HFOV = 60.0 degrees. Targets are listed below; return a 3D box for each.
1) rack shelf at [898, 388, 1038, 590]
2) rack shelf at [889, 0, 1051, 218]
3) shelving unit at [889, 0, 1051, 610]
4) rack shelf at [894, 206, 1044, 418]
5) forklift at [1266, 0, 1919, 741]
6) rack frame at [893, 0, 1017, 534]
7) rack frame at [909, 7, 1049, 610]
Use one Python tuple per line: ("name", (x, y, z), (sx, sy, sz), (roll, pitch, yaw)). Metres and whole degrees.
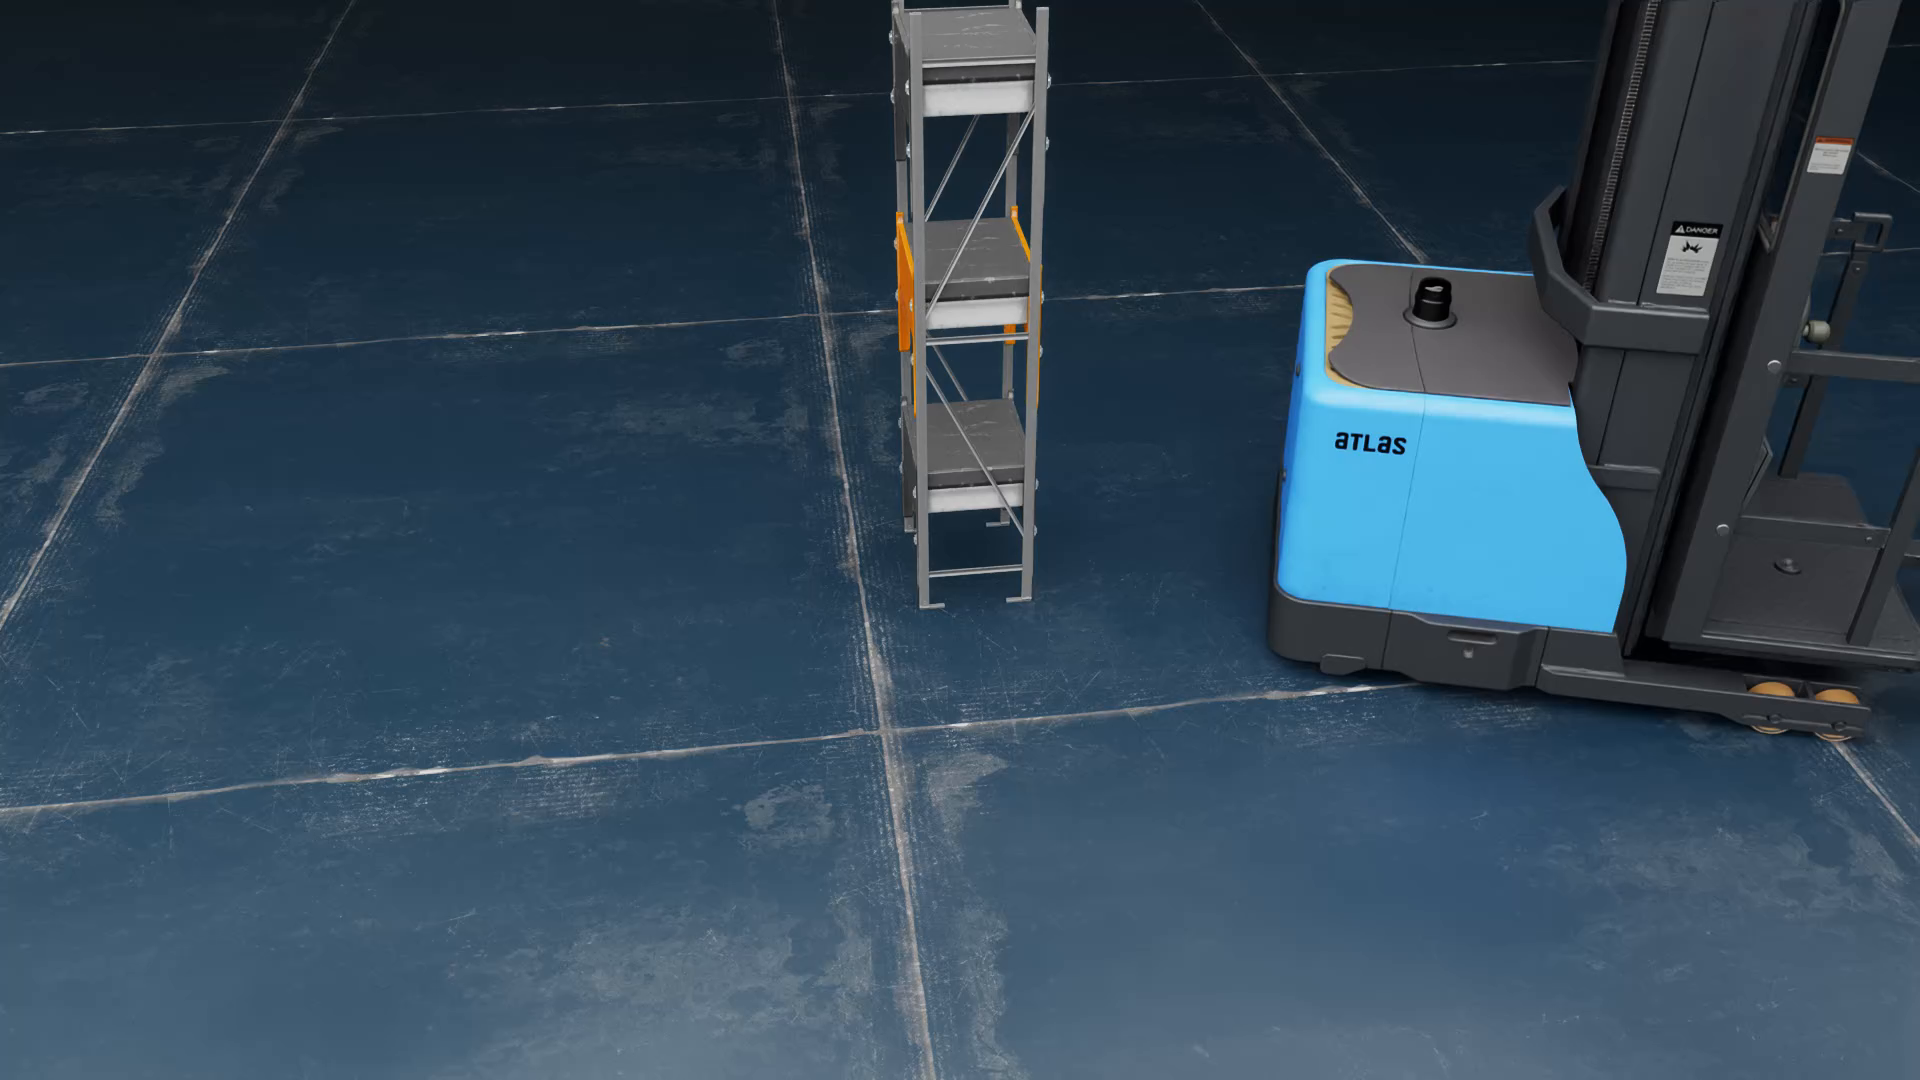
("rack shelf", (0.022, -0.186, 5.925), (0.431, 0.518, 0.480), (-4, 35, -6))
("rack shelf", (0.022, -1.342, 5.137), (0.431, 0.518, 0.480), (-4, 35, -6))
("shelving unit", (0.022, -0.775, 5.523), (0.431, 2.100, 0.503), (-4, 35, -6))
("rack shelf", (0.022, -0.764, 5.531), (0.431, 0.518, 0.480), (-4, 35, -6))
("forklift", (2.604, -0.895, 4.961), (3.031, 2.935, 1.130), (6, 35, 9))
("rack frame", (-0.011, -0.911, 5.723), (0.400, 2.100, 0.015), (-4, 35, -6))
("rack frame", (0.055, -0.639, 5.323), (0.400, 2.100, 0.015), (-4, 35, -6))
